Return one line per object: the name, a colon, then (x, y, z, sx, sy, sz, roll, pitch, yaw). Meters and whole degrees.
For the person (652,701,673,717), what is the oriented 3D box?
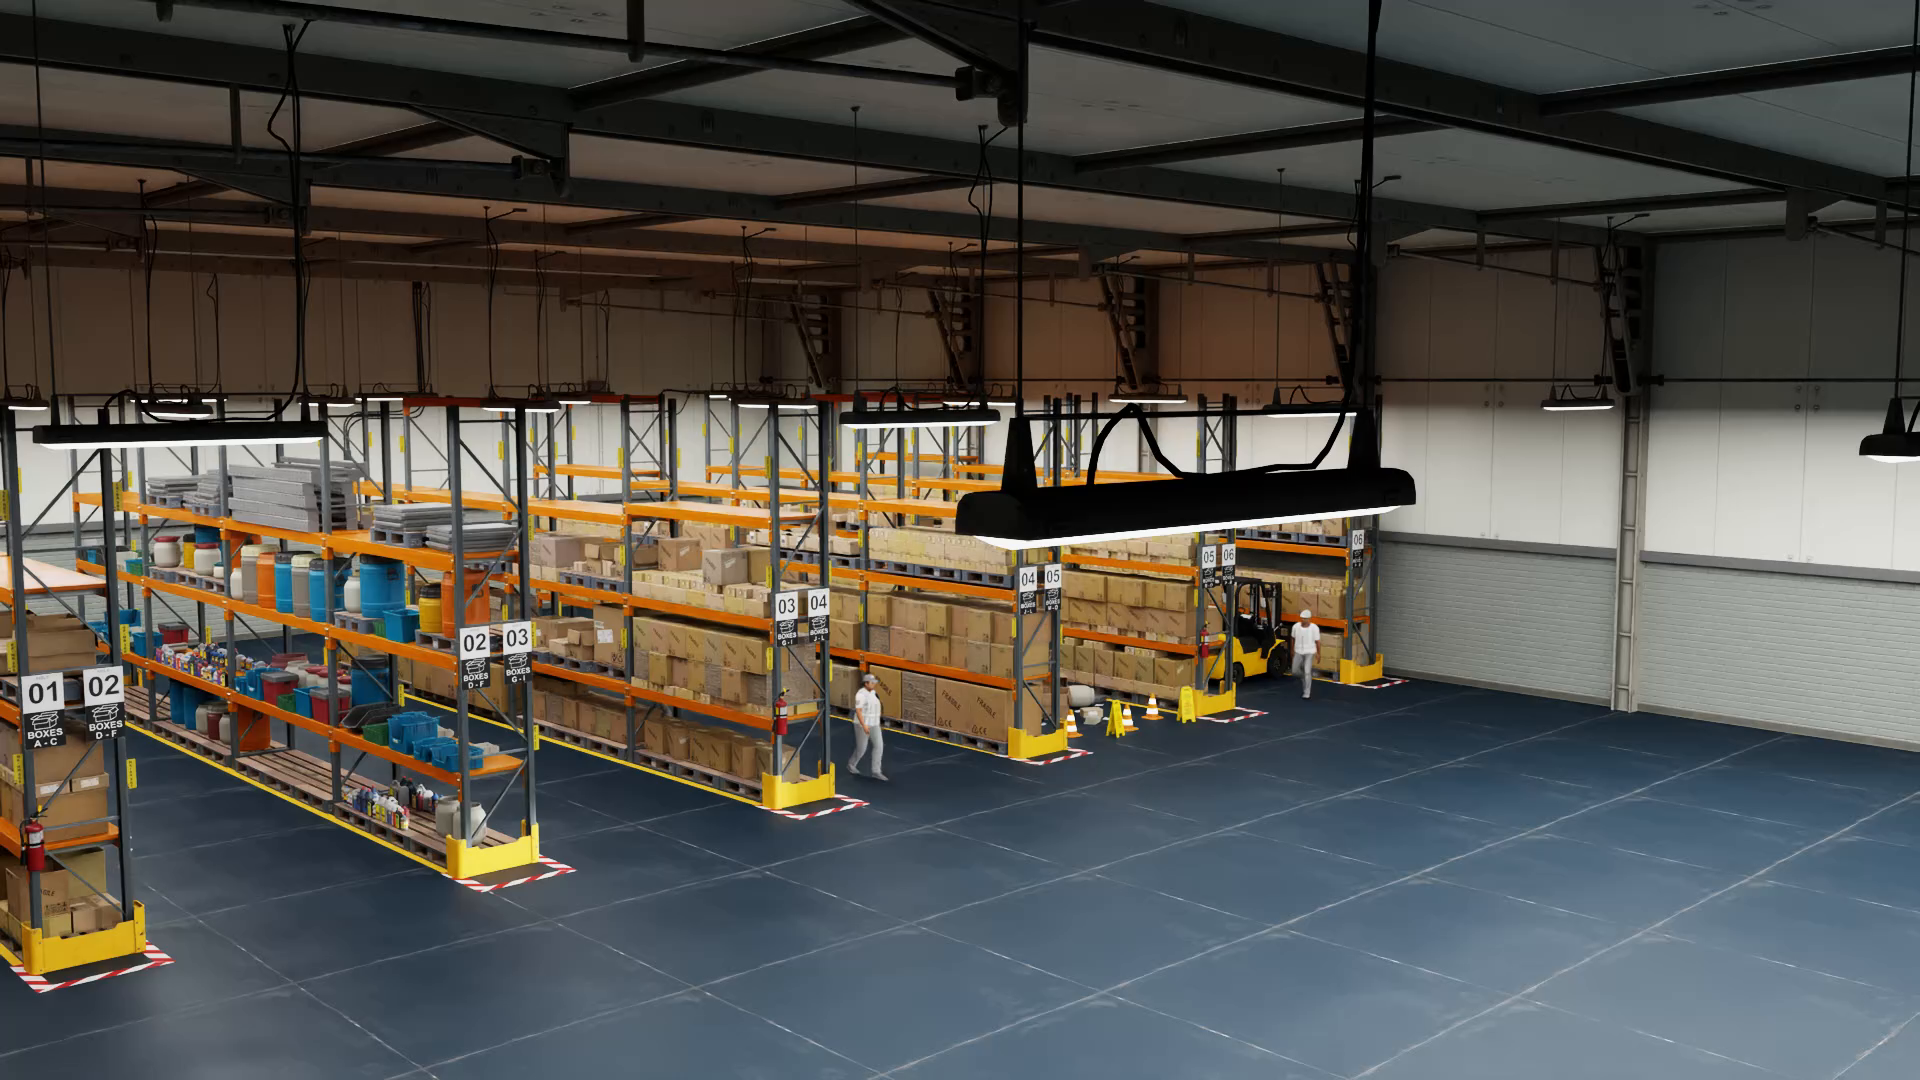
person: (-5.545, 2.478, 31.236, 0.945, 1.633, 0.478, 4, 7, 38)

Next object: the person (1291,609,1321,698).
person: (6.910, 2.245, 33.163, 0.645, 1.758, 0.643, 4, 7, 32)

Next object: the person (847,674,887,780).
person: (-1.459, 2.970, 26.511, 0.772, 1.658, 0.558, 4, 7, 34)
